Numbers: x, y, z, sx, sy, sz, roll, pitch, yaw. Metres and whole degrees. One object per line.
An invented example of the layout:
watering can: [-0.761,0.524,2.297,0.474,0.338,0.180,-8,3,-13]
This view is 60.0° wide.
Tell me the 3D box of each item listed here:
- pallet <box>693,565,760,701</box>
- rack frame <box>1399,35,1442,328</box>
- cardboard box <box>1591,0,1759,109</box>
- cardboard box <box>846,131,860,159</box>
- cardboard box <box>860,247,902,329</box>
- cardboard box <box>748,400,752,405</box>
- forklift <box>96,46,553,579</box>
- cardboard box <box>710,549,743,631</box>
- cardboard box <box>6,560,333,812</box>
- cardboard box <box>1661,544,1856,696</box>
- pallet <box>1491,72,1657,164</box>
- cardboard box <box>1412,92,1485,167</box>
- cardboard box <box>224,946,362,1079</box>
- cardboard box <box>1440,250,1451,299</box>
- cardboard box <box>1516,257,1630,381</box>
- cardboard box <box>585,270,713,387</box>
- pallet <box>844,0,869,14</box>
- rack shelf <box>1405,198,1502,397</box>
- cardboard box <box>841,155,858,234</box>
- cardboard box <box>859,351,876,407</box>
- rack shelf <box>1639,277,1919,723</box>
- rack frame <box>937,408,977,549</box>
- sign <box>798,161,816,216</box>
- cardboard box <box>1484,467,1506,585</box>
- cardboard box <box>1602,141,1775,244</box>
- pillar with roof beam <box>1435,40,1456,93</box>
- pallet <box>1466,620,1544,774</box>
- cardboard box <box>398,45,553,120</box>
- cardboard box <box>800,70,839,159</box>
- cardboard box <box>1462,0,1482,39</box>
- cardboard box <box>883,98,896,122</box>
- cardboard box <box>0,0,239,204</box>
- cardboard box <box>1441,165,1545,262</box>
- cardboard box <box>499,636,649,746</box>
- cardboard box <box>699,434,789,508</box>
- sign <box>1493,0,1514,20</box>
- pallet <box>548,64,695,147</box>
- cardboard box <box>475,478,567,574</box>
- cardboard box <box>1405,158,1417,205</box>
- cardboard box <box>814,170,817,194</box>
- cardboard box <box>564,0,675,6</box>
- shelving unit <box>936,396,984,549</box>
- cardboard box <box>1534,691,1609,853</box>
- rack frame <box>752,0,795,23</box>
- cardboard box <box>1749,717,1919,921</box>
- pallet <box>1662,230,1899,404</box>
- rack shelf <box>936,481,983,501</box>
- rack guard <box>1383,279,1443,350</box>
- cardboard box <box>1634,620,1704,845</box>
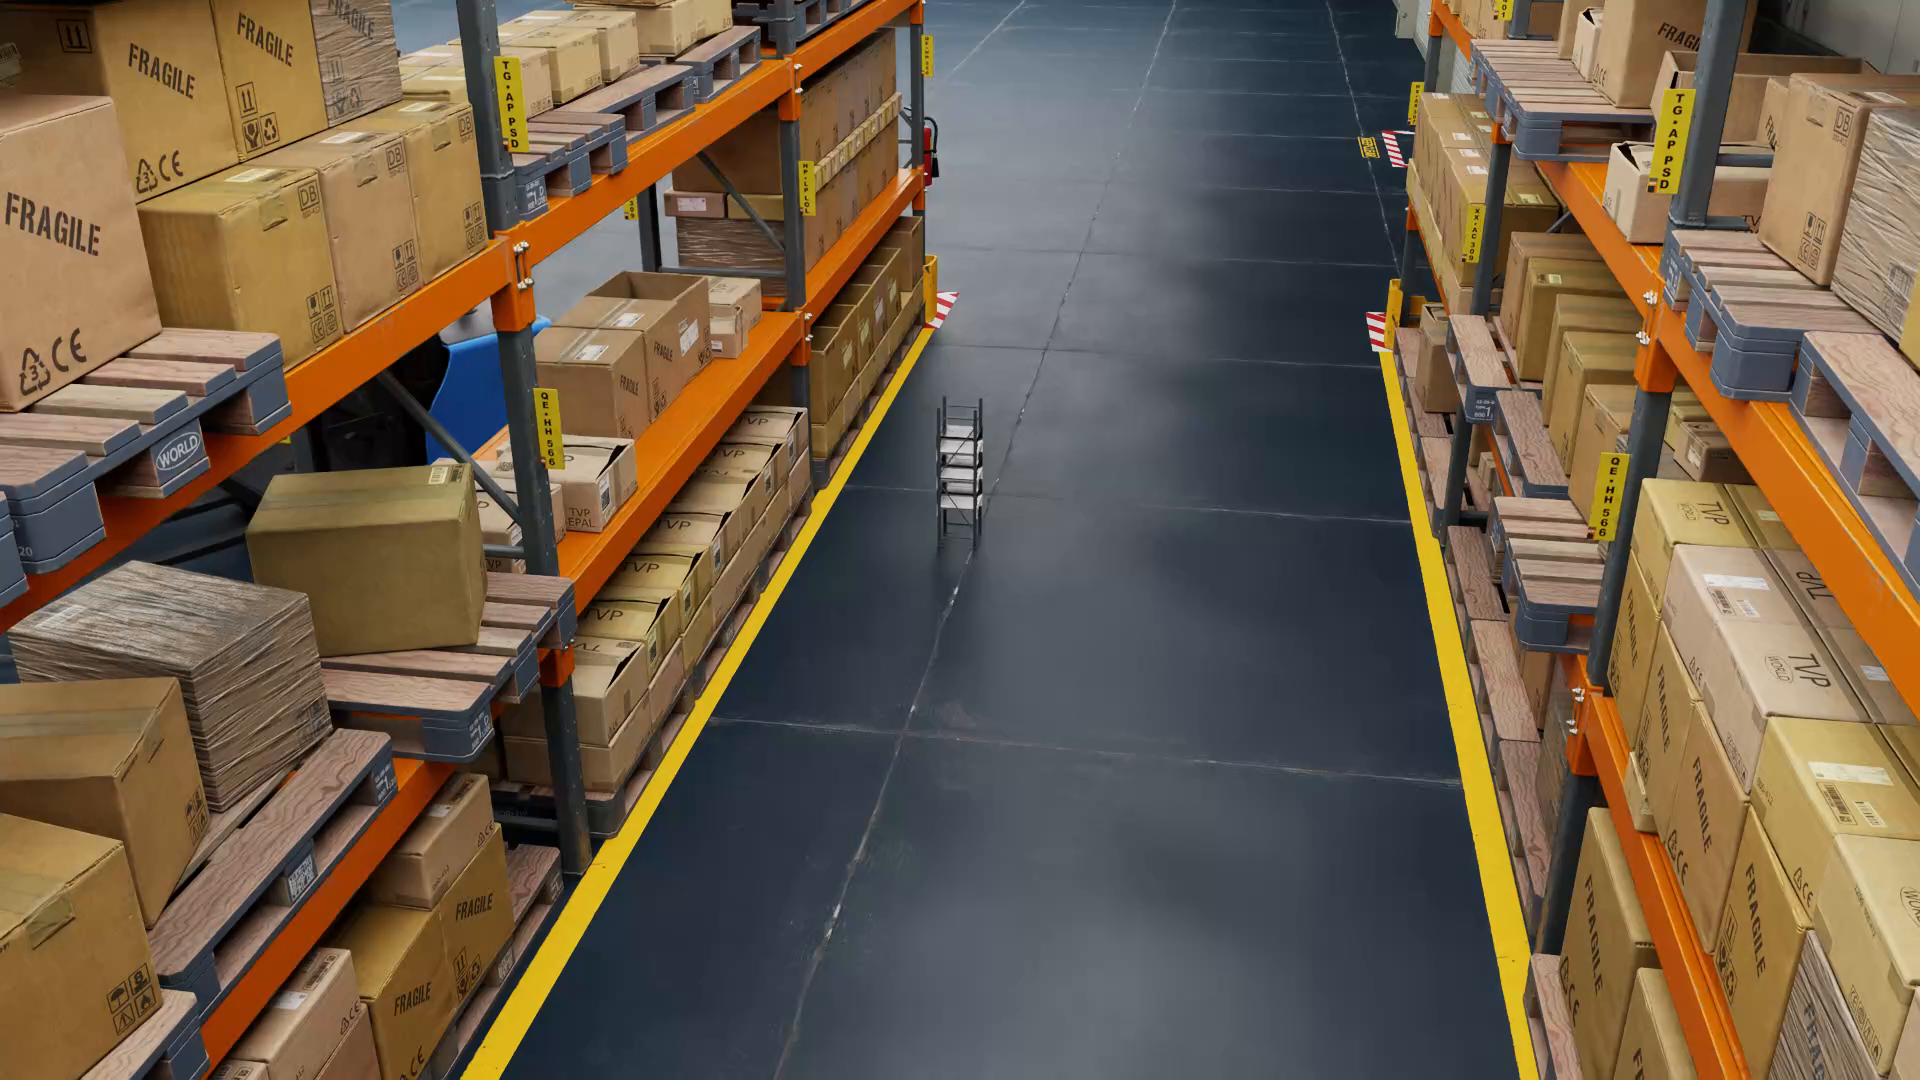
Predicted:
pallet: [-1.730,0.446,9.049,1.003,0.211,1.213,4,25,9]
rack frame: [4.090,-2.971,13.059,1.000,3.000,0.127,4,25,9]
cardboard box: [3.066,-2.153,7.161,0.500,0.500,0.500,3,25,7]
cardboard box: [-0.924,-2.830,11.875,0.380,0.149,0.250,4,25,8]
cardboard box: [-0.741,-1.933,12.705,0.500,0.500,0.500,4,25,9]
cardboard box: [-1.591,-0.794,11.156,0.500,0.250,0.500,4,25,9]
forklift: [-3.995,-1.468,9.929,1.130,2.935,3.031,22,33,38]
cardboard box: [-1.485,0.247,8.932,0.500,0.250,0.500,5,25,10]
cardboard box: [-2.435,0.438,5.163,0.700,0.500,0.500,9,27,18]
cardboard box: [2.367,0.243,4.816,0.500,0.250,0.500,4,25,8]
pallet: [3.064,-1.887,7.426,1.213,0.211,1.003,4,25,9]
cardboard box: [3.715,-3.073,12.546,0.500,0.500,0.500,4,25,9]
cardboard box: [-2.195,1.486,5.083,0.500,0.250,0.500,4,25,8]
cardboard box: [3.304,-1.666,10.425,0.500,0.250,0.500,4,25,9]
cardboard box: [3.221,-1.099,8.423,0.700,0.500,0.500,7,26,14]
cardboard box: [-1.679,-1.145,9.040,0.500,0.500,0.500,6,26,12]
pallet: [-1.136,-3.826,11.451,1.003,0.211,1.213,4,25,9]
rack shelf: [3.763,-1.809,11.425,1.077,0.370,4.000,4,25,9]
cardboard box: [-1.137,-2.516,11.969,0.700,0.500,0.500,5,26,10]
cardboard box: [-0.903,-1.175,11.971,0.500,0.250,0.500,4,25,9]
rack shelf: [2.456,0.178,3.641,1.077,0.370,4.000,4,25,9]
rack frame: [-0.018,-0.362,9.961,0.240,0.900,0.006,4,25,9]
sign: [-0.915,-2.095,9.915,0.100,0.325,0.005,4,25,9]
cardboard box: [3.332,-0.056,9.262,0.700,0.500,0.500,5,26,10]
cardboard box: [2.634,-1.272,5.973,0.500,0.311,0.500,4,25,9]
pillar with roof beam: [2.543,-10.653,22.393,9.100,9.000,0.400,4,25,9]
pallet: [3.113,0.802,8.287,1.003,0.211,1.213,4,25,9]
cardboard box: [-2.019,-1.862,6.833,0.500,0.250,0.500,5,25,10]
cardboard box: [-1.221,-2.880,11.215,0.700,0.500,0.500,4,25,8]
cardboard box: [3.423,-3.384,10.263,0.500,0.500,0.500,3,25,6]
cardboard box: [-0.714,-3.369,13.027,0.380,0.149,0.250,5,25,10]
cardboard box: [-2.349,-1.215,4.472,0.500,0.500,0.500,4,25,9]
cardboard box: [3.284,-2.007,10.269,0.500,0.500,0.500,4,25,8]
cardboard box: [-1.730,0.635,7.441,0.500,0.311,0.500,5,26,10]
cardboard box: [-1.314,-0.431,9.720,0.500,0.311,0.500,5,25,10]
sign: [2.900,-2.925,8.813,0.100,0.325,0.005,4,25,9]
pallet: [-1.903,-1.998,7.665,1.003,0.211,1.213,5,26,11]
cardboard box: [-2.003,-0.076,6.979,0.500,0.311,0.500,6,26,12]
cardboard box: [3.697,-2.730,12.698,0.500,0.250,0.500,3,25,7]
cardboard box: [-1.135,-2.291,10.723,0.380,0.149,0.250,3,25,7]
cardboard box: [-1.661,-2.965,8.306,0.500,0.500,0.500,6,26,14]
shelving unit: [-0.001,-0.404,10.052,0.258,0.900,0.210,4,25,9]
cardboard box: [2.849,1.003,6.999,0.700,0.500,0.500,4,25,9]
rack frame: [-1.452,-4.357,8.943,1.000,3.000,0.127,4,25,9]
cardboard box: [2.212,0.666,3.912,0.500,0.250,0.500,4,25,7]
pallet: [2.730,-0.625,4.732,1.213,0.211,1.003,5,26,11]
rack shelf: [-0.001,-0.292,10.104,0.258,0.077,0.200,4,25,9]
rack guard: [4.078,-1.807,13.521,1.175,0.500,0.348,4,25,9]
cardboard box: [2.356,0.589,4.960,0.500,0.500,0.500,5,26,10]
